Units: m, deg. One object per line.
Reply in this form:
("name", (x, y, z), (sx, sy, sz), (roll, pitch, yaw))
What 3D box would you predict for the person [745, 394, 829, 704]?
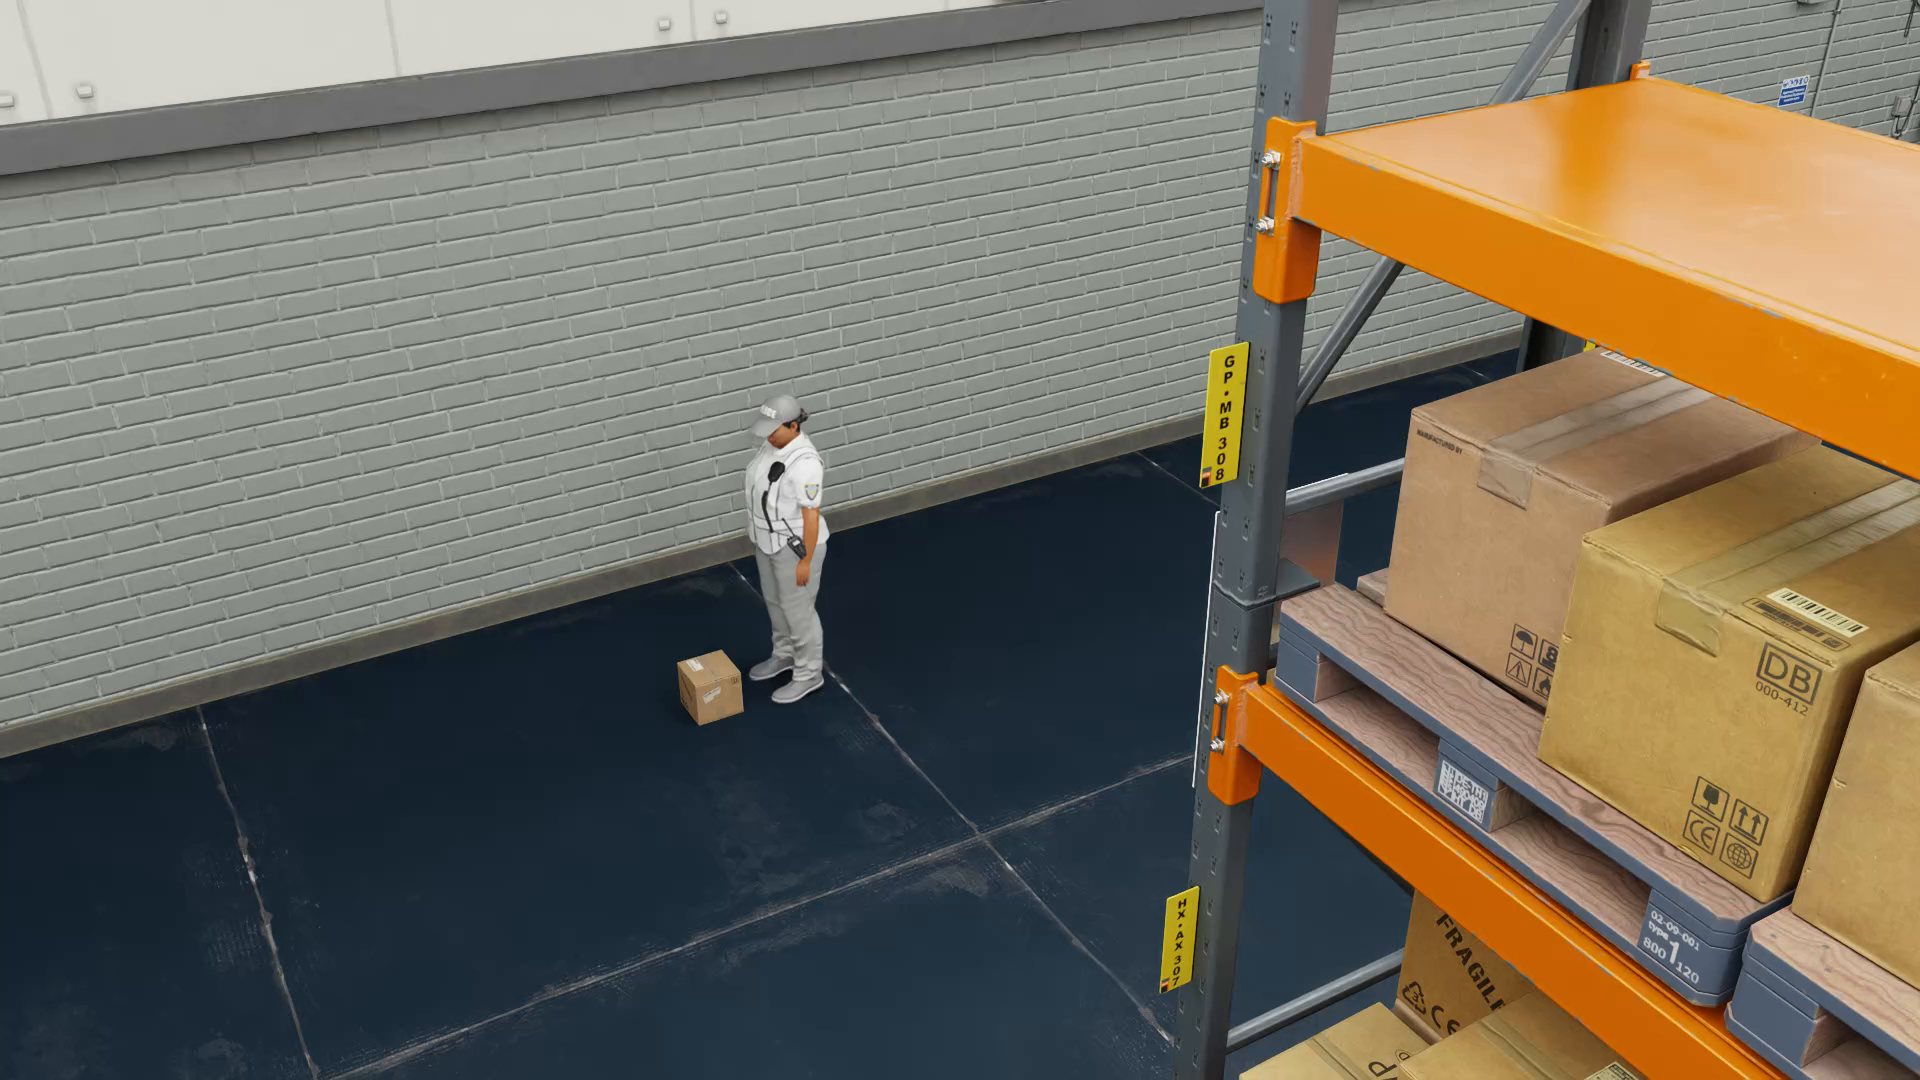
("person", (-0.883, 0.030, 8.487), (0.393, 1.675, 0.483), (-16, 33, -26))
